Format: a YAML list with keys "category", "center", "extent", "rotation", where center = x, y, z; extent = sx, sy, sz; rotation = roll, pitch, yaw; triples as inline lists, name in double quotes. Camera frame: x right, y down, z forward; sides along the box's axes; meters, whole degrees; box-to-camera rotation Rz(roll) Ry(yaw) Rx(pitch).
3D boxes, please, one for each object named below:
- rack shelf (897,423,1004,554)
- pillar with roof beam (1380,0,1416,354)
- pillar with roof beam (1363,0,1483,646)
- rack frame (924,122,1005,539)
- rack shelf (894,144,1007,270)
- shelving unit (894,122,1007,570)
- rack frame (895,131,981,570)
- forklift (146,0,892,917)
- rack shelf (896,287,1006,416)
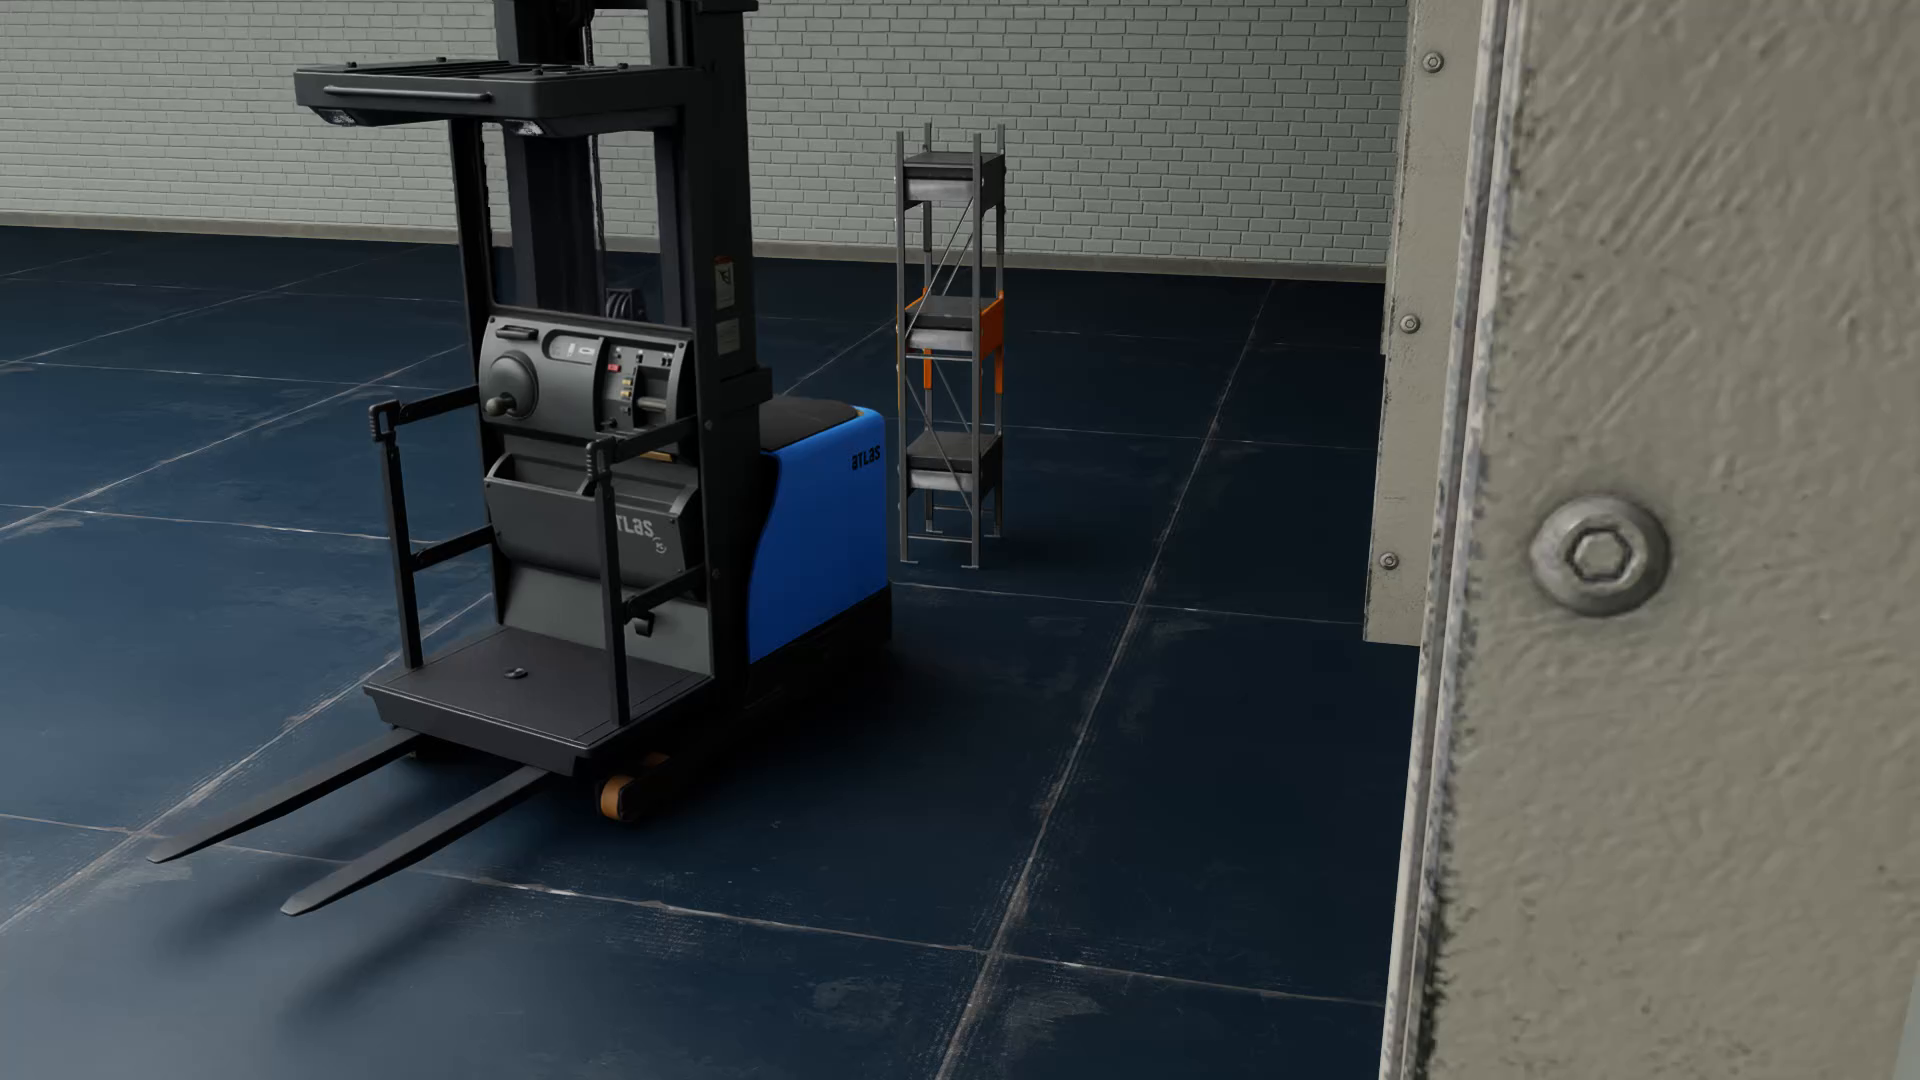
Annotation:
- category: "rack shelf"
  center: [-0.040, -0.266, 8.372]
  extent: [0.431, 0.518, 0.480]
  rotation: [5, 19, 13]
- category: "pillar with roof beam"
  center: [-0.734, -6.084, 12.523]
  extent: [9.100, 9.000, 0.400]
  rotation: [5, 19, 13]
- category: "pillar with roof beam"
  center: [-2.200, -4.203, 7.017]
  extent: [9.100, 9.000, 0.400]
  rotation: [5, 19, 13]
- category: "rack frame"
  center: [0.019, -1.018, 8.365]
  extent: [0.400, 2.100, 0.015]
  rotation: [5, 19, 13]
- category: "rack shelf"
  center: [-0.040, -1.591, 7.919]
  extent: [0.431, 0.518, 0.480]
  rotation: [5, 19, 13]
- category: "shelving unit"
  center: [-0.040, -0.942, 8.141]
  extent: [0.431, 2.100, 0.503]
  rotation: [5, 19, 13]
- category: "rack frame"
  center: [-0.100, -0.865, 7.917]
  extent: [0.400, 2.100, 0.015]
  rotation: [5, 19, 13]
- category: "forklift"
  center: [-1.460, -0.575, 5.782]
  extent: [1.130, 2.935, 3.031]
  rotation: [10, 21, 28]
- category: "rack shelf"
  center: [-0.040, -0.929, 8.146]
  extent: [0.431, 0.518, 0.480]
  rotation: [5, 19, 13]
